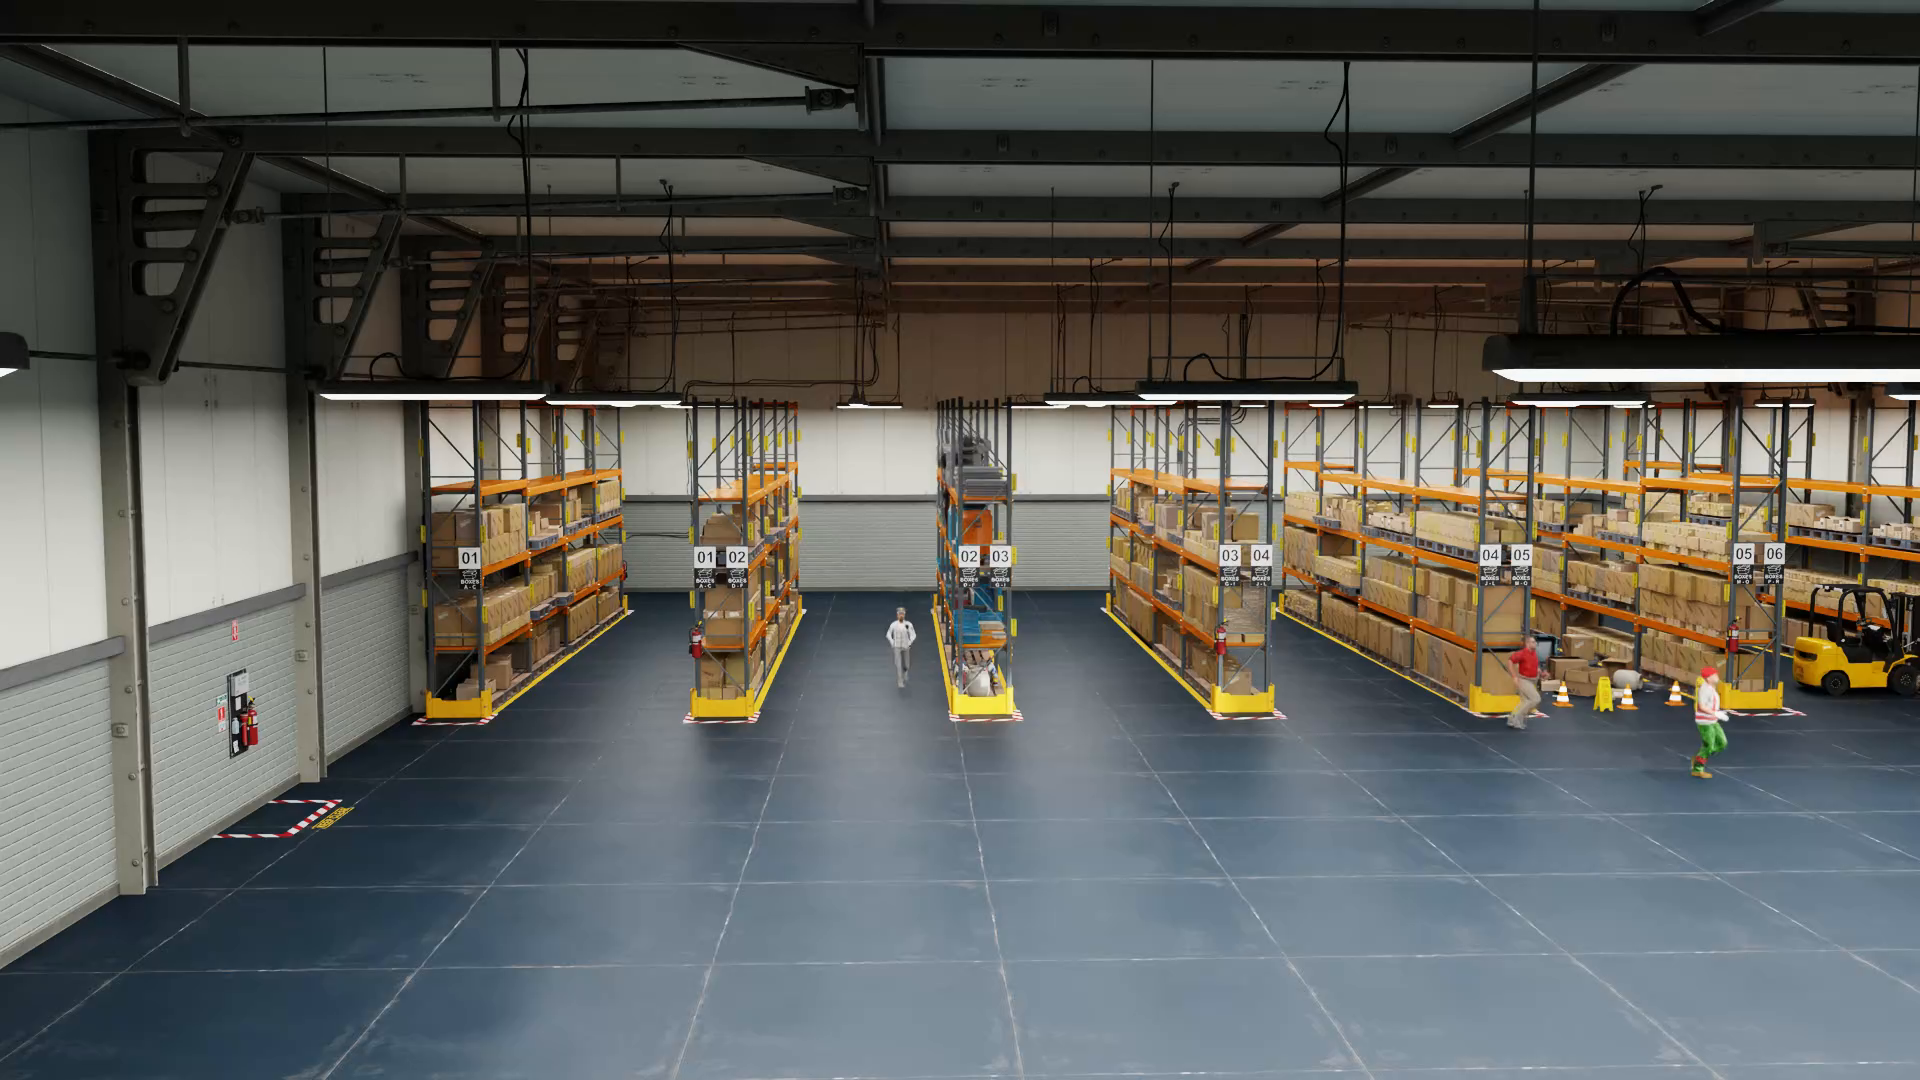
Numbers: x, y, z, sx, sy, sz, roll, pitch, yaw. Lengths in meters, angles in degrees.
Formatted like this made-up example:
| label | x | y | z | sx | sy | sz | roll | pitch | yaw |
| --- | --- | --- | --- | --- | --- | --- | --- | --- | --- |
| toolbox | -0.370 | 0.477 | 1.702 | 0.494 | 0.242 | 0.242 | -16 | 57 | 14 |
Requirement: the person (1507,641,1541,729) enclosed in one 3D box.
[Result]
| label | x | y | z | sx | sy | sz | roll | pitch | yaw |
| --- | --- | --- | --- | --- | --- | --- | --- | --- | --- |
| person | 10.194 | 2.604 | 29.978 | 0.660 | 1.607 | 0.414 | 4 | 6 | 41 |

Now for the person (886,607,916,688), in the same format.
| label | x | y | z | sx | sy | sz | roll | pitch | yaw |
| --- | --- | --- | --- | --- | --- | --- | --- | --- | --- |
| person | -1.218 | 2.212 | 34.394 | 0.613 | 1.646 | 0.561 | 0 | 4 | -4 |

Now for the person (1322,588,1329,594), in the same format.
| label | x | y | z | sx | sy | sz | roll | pitch | yaw |
| --- | --- | --- | --- | --- | --- | --- | --- | --- | --- |
| person | 10.614 | 1.059 | 48.794 | 0.785 | 1.650 | 0.496 | -3 | 5 | -32 |

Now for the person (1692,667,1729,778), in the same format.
| label | x | y | z | sx | sy | sz | roll | pitch | yaw |
| --- | --- | --- | --- | --- | --- | --- | --- | --- | --- |
| person | 11.696 | 2.841 | 25.899 | 0.574 | 1.744 | 0.656 | 3 | 5 | 36 |
